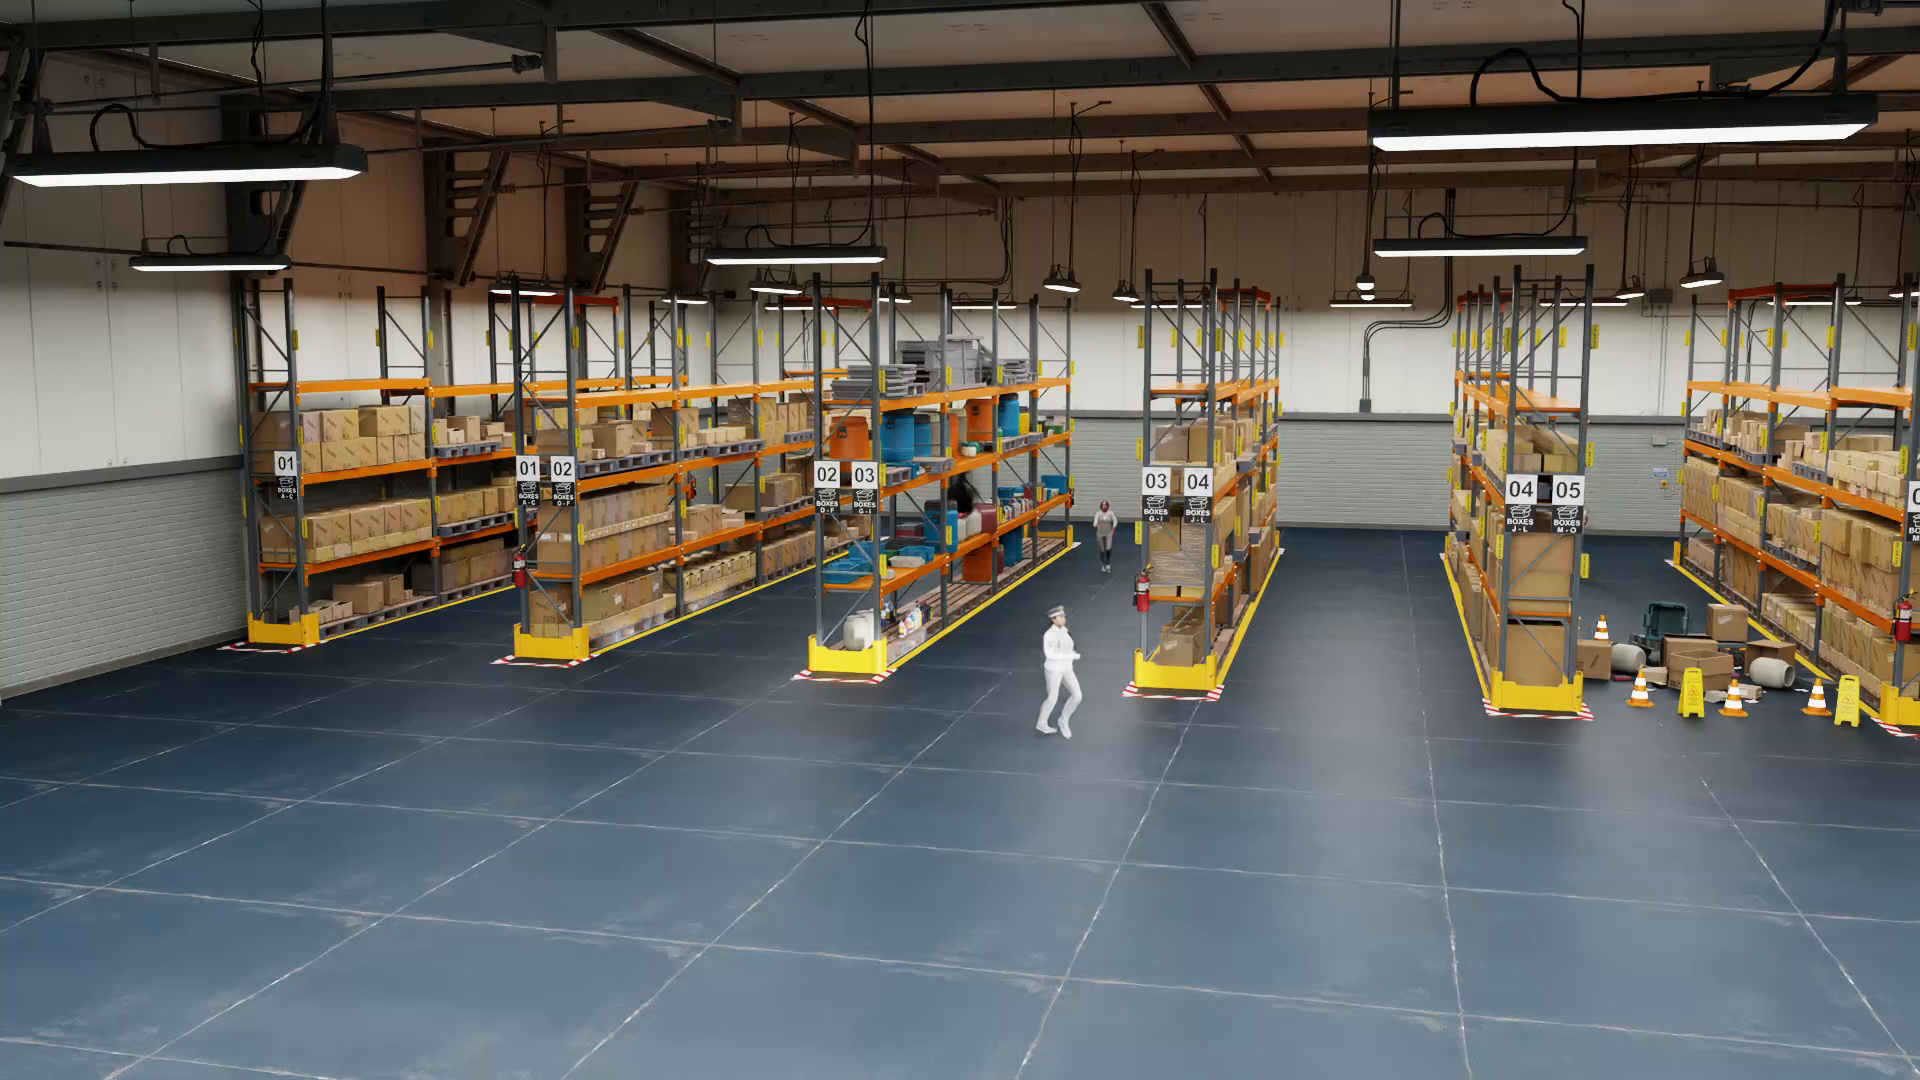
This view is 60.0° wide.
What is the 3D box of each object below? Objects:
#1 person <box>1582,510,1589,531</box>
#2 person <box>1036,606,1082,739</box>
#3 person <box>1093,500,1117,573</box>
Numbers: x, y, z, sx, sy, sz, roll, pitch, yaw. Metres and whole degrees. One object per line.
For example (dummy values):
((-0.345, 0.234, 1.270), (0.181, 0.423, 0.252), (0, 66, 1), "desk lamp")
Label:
((13.204, -0.147, 35.892), (0.550, 1.693, 0.904), (0, 7, -2), "person")
((1.244, 1.660, 20.953), (0.673, 1.703, 0.570), (7, 9, 44), "person")
((3.121, -0.075, 35.791), (0.500, 1.577, 0.650), (1, 7, 8), "person")
